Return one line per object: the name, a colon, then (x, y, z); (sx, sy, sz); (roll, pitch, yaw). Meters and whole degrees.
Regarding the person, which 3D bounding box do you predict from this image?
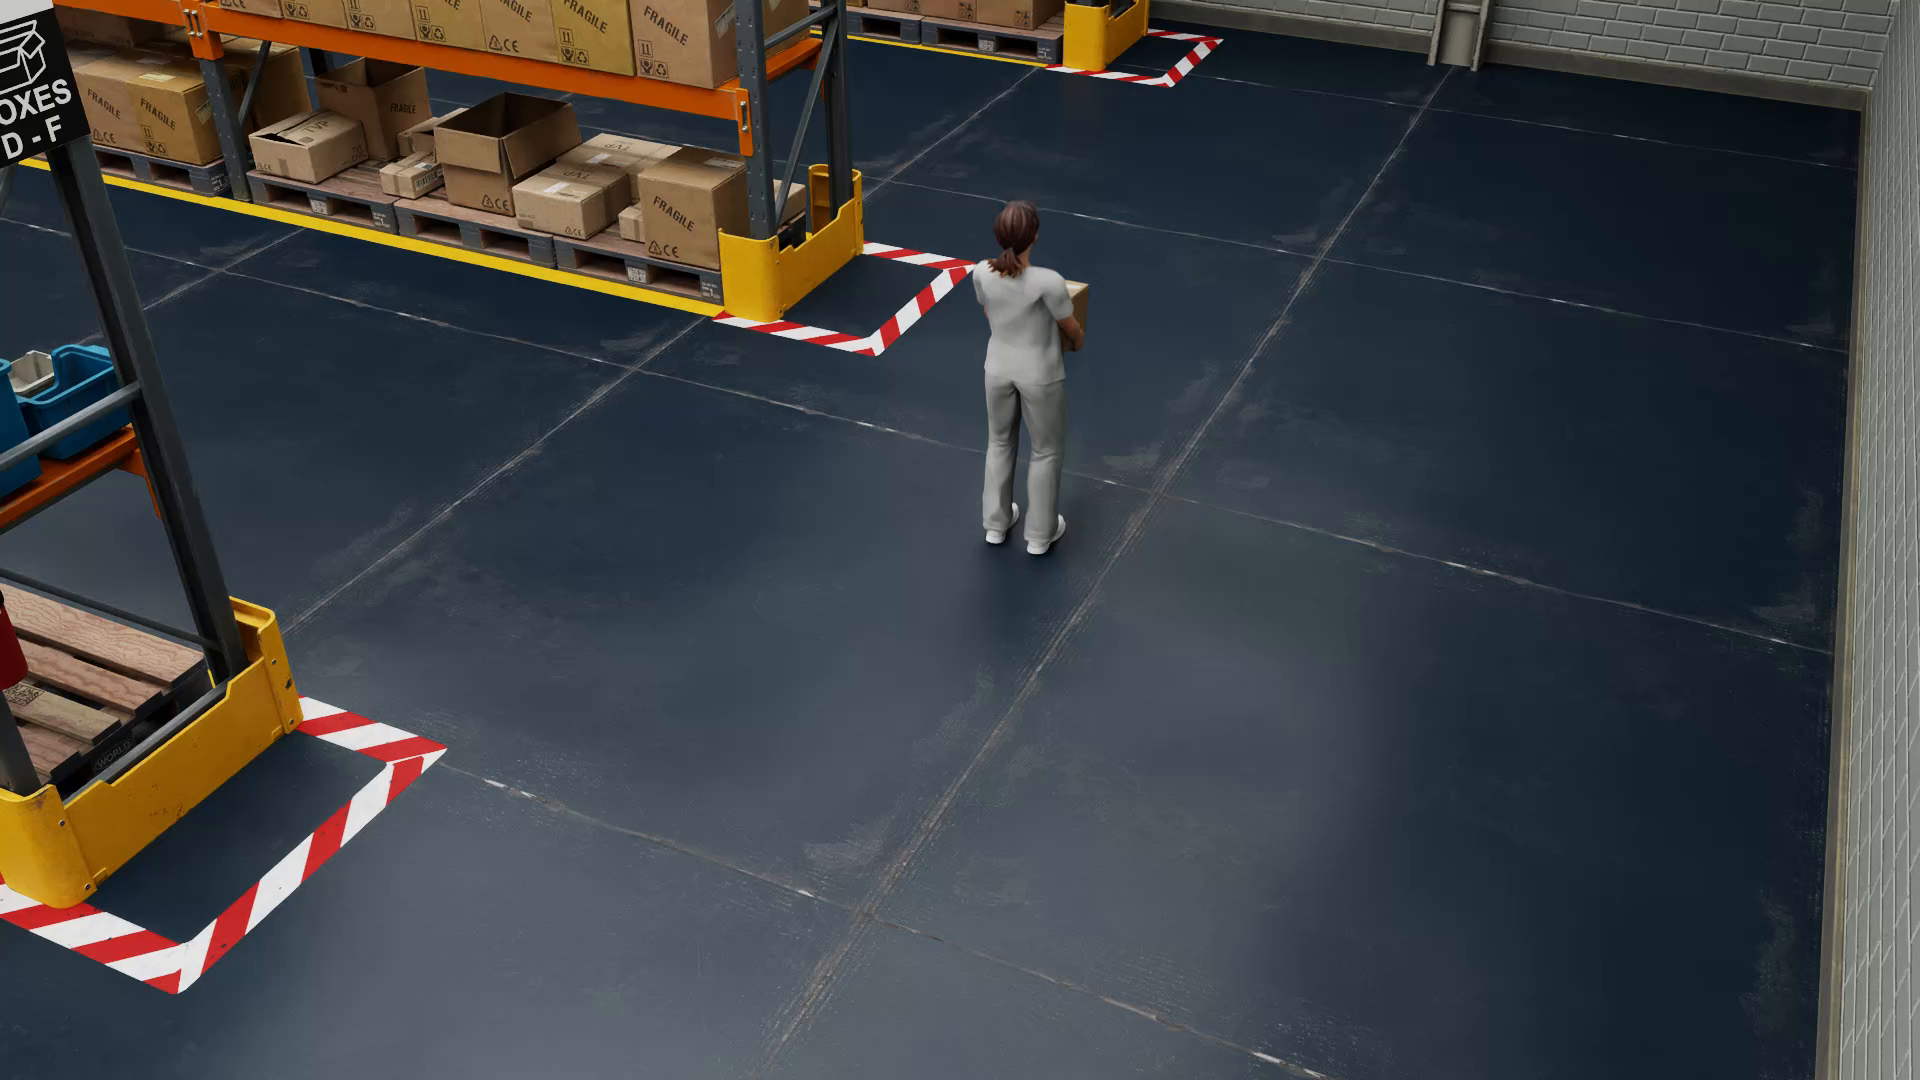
person: (0.301, -0.735, 7.251); (0.437, 1.662, 0.555); (15, 37, 21)
